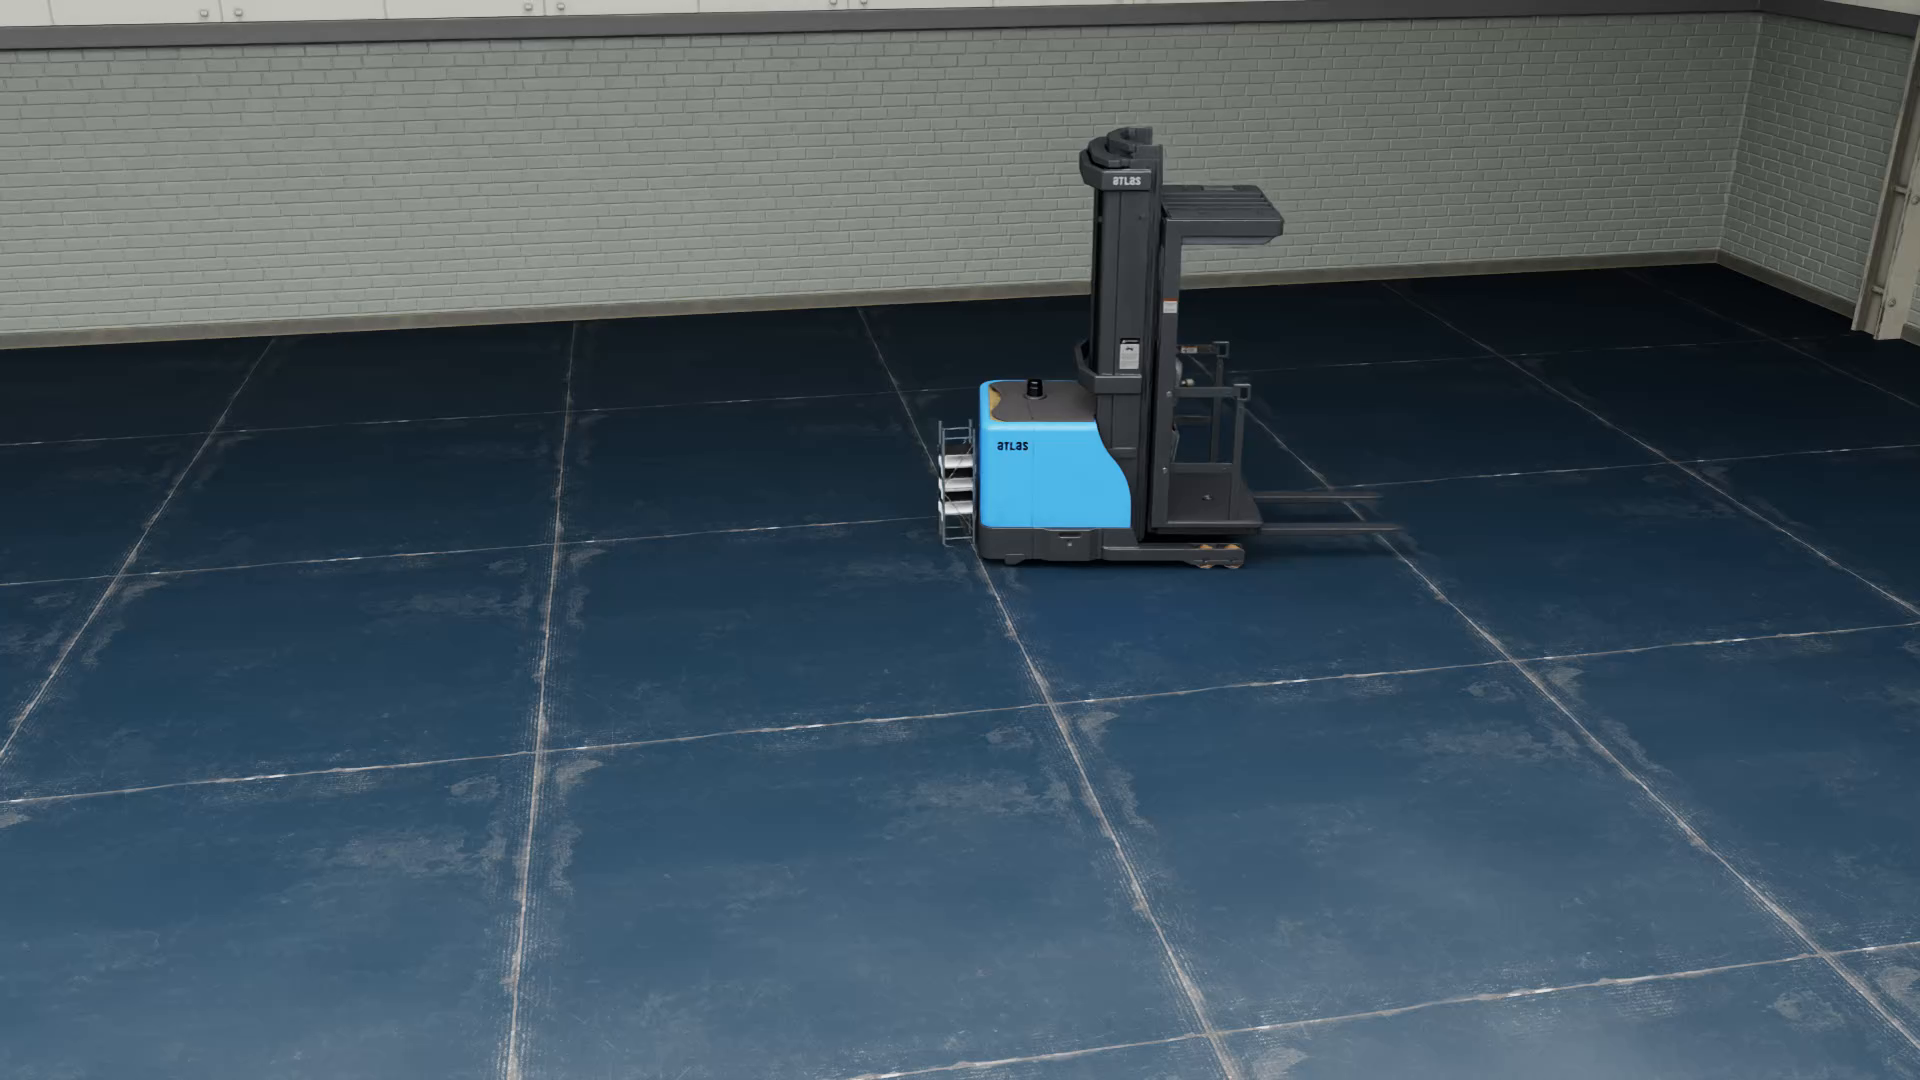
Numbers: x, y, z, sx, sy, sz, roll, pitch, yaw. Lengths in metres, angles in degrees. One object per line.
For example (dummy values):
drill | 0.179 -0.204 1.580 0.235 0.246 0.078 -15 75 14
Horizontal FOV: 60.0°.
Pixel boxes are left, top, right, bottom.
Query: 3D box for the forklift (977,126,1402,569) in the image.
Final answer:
forklift | 1.647 -1.352 11.684 3.031 2.935 1.130 0 24 0

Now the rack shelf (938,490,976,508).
rack shelf | -0.021 -0.299 12.117 0.258 0.077 0.200 -3 24 -6

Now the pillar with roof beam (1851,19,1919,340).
pillar with roof beam | 5.206 -5.932 14.588 9.100 9.000 0.400 -4 24 -10

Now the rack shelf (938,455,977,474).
rack shelf | -0.021 -0.546 12.009 0.258 0.077 0.200 -3 24 -6

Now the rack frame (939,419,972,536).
rack frame | -0.033 -0.452 12.160 0.240 0.900 0.006 -3 24 -6

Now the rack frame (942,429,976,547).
rack frame | -0.009 -0.371 11.975 0.240 0.900 0.006 -3 24 -6

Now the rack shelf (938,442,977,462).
rack shelf | -0.021 -0.629 11.973 0.258 0.077 0.200 -3 24 -6

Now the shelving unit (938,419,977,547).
shelving unit | -0.021 -0.412 12.068 0.258 0.900 0.210 -3 24 -6

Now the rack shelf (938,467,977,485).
rack shelf | -0.021 -0.464 12.045 0.258 0.077 0.200 -3 24 -6

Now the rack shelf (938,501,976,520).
rack shelf | -0.021 -0.216 12.153 0.258 0.077 0.200 -3 24 -6

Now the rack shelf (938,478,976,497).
rack shelf | -0.021 -0.381 12.081 0.258 0.077 0.200 -3 24 -6
